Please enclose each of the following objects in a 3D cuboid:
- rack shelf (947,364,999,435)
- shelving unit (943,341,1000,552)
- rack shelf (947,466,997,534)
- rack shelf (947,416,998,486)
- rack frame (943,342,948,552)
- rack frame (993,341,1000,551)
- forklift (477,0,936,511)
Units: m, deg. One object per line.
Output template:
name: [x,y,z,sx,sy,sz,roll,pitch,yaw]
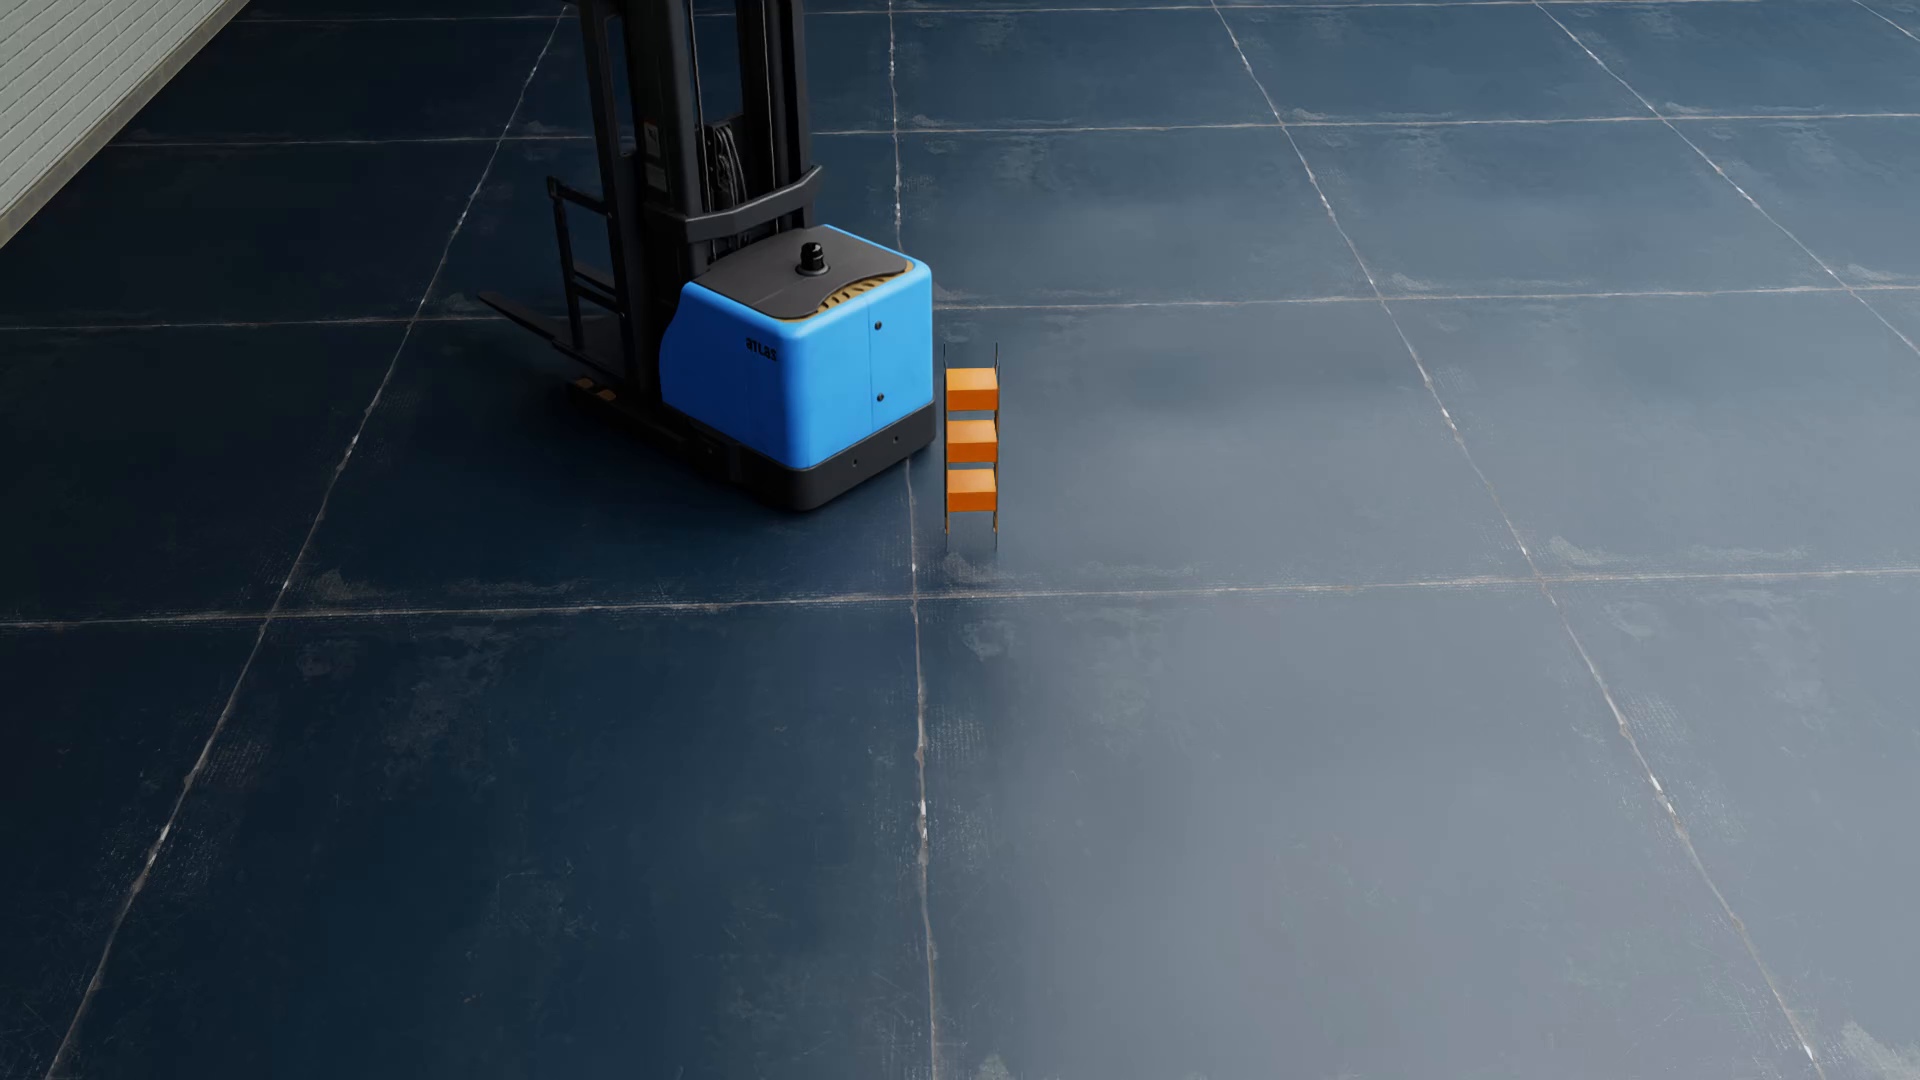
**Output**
rack shelf: [0.053,-0.658,7.798,0.240,0.259,0.215,-2,35,-2]
shelving unit: [0.053,-0.433,7.953,0.252,1.050,0.215,-2,35,-2]
rack shelf: [0.053,-0.196,8.118,0.240,0.259,0.215,-2,35,-2]
rack shelf: [0.053,-0.424,7.959,0.240,0.259,0.215,-2,35,-2]
rack frame: [-0.068,-0.430,7.949,0.008,1.050,0.200,-2,35,-2]
rack frame: [0.175,-0.436,7.958,0.008,1.050,0.200,-2,35,-2]
forklift: [-1.560,-2.066,8.659,3.031,2.935,1.130,27,43,33]
